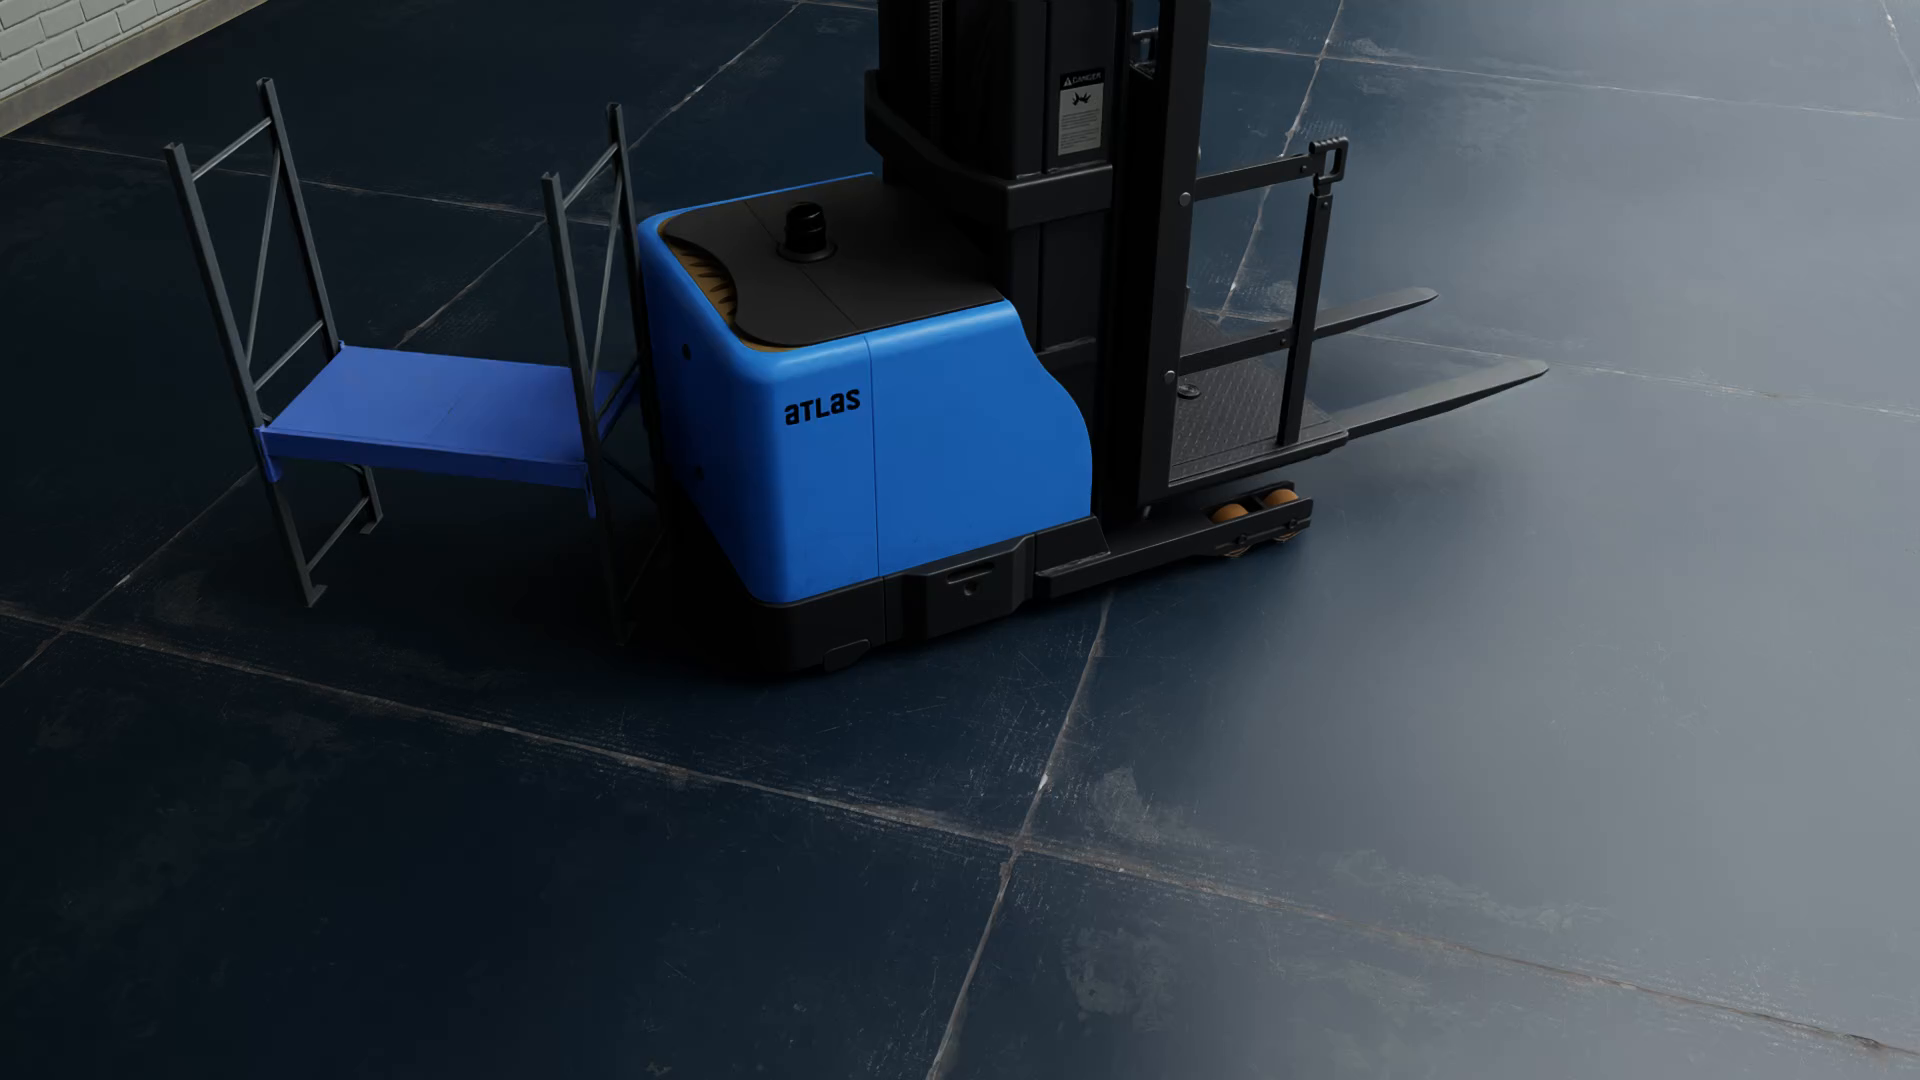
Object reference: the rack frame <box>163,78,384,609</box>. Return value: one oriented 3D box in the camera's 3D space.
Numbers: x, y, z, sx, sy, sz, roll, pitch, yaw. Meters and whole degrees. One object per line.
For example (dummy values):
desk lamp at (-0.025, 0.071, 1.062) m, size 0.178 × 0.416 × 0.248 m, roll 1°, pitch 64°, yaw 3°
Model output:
rack frame at (-1.973, -0.538, 4.879) m, size 0.032 × 1.500 × 0.500 m, roll 6°, pitch 37°, yaw 8°

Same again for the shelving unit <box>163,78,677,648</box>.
shelving unit at (-1.473, -0.484, 4.805) m, size 1.048 × 1.500 × 0.538 m, roll 6°, pitch 37°, yaw 8°

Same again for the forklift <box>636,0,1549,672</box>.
forklift at (0.574, -1.393, 4.833) m, size 3.031 × 2.935 × 1.130 m, roll -16°, pitch 39°, yaw -21°

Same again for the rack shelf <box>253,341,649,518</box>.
rack shelf at (-1.473, -0.339, 4.912) m, size 1.000 × 0.185 × 0.538 m, roll 6°, pitch 37°, yaw 8°

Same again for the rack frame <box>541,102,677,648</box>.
rack frame at (-0.973, -0.429, 4.732) m, size 0.032 × 1.500 × 0.500 m, roll 6°, pitch 37°, yaw 8°
